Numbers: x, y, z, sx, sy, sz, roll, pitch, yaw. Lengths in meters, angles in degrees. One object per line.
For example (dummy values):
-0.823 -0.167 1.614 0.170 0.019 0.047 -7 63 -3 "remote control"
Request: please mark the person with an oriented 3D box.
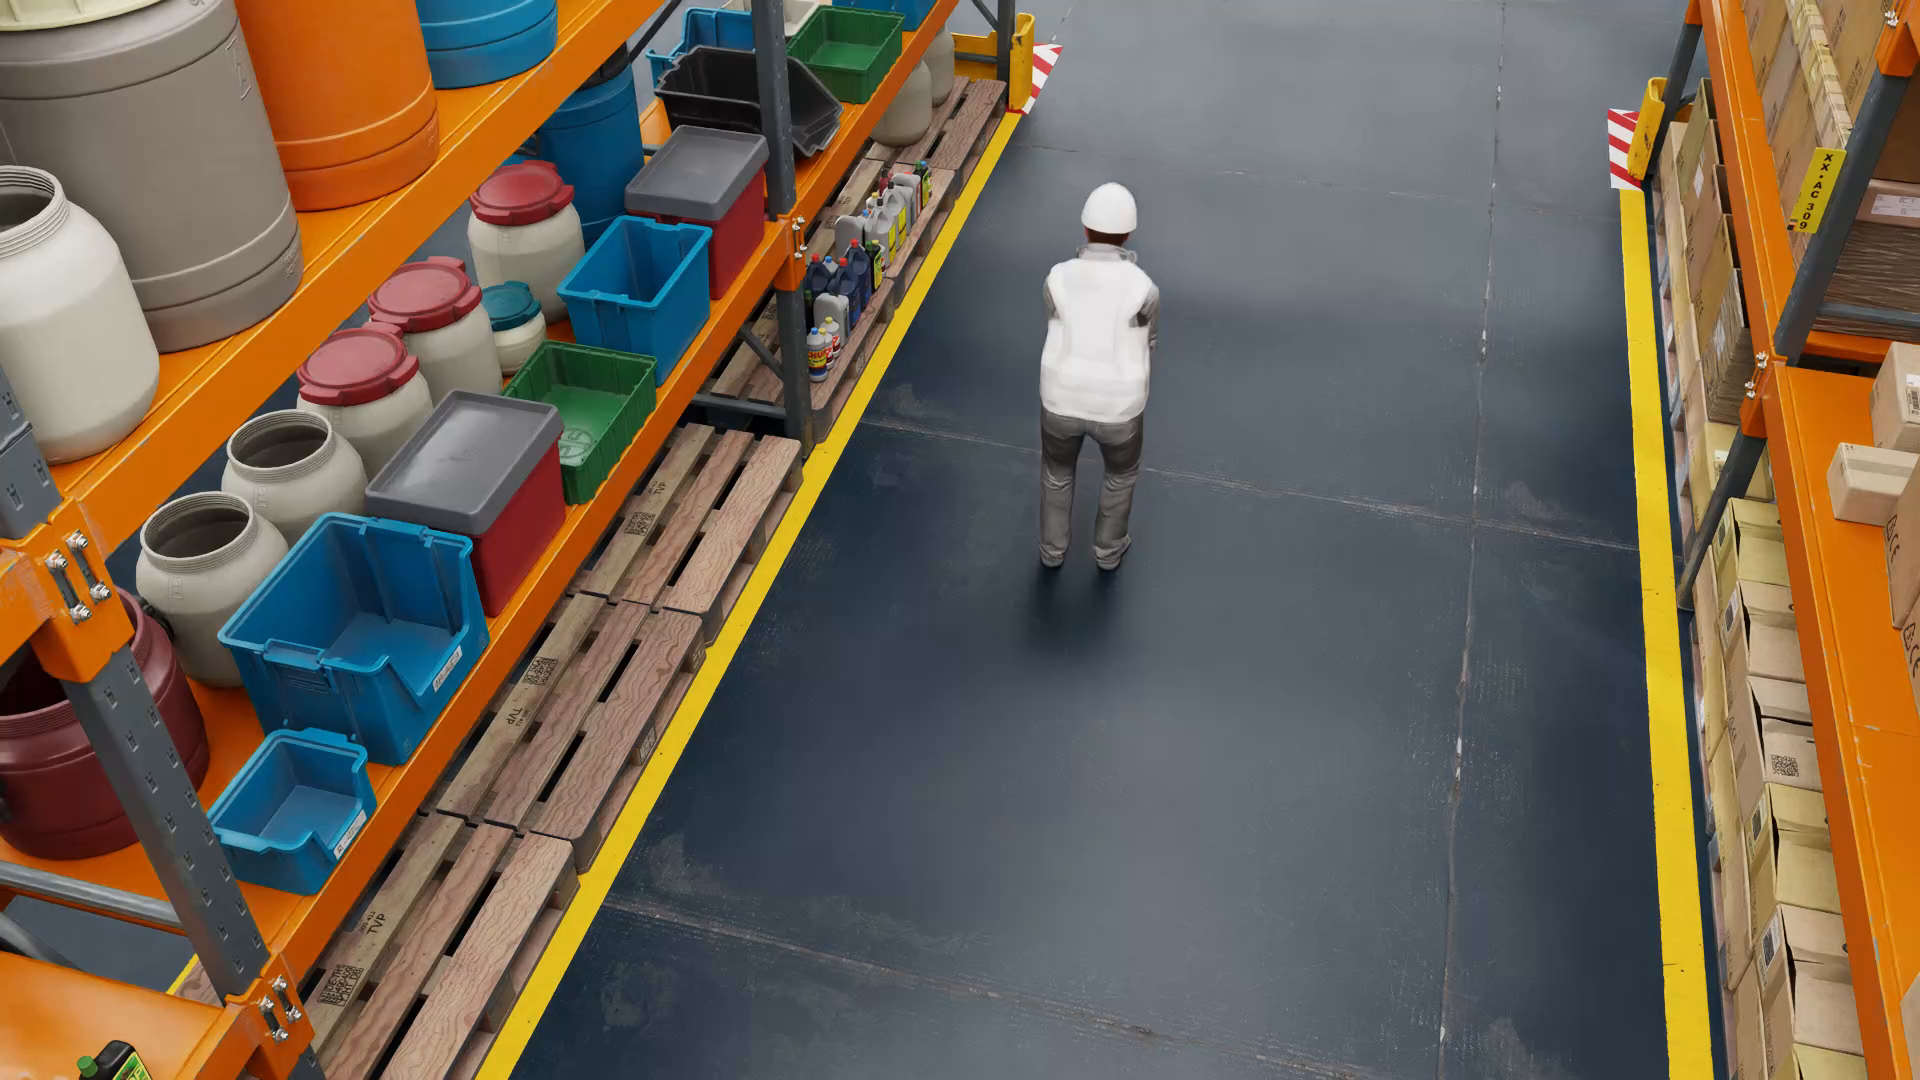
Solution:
0.553 -0.647 6.893 0.495 1.772 0.547 9 42 11 "person"
